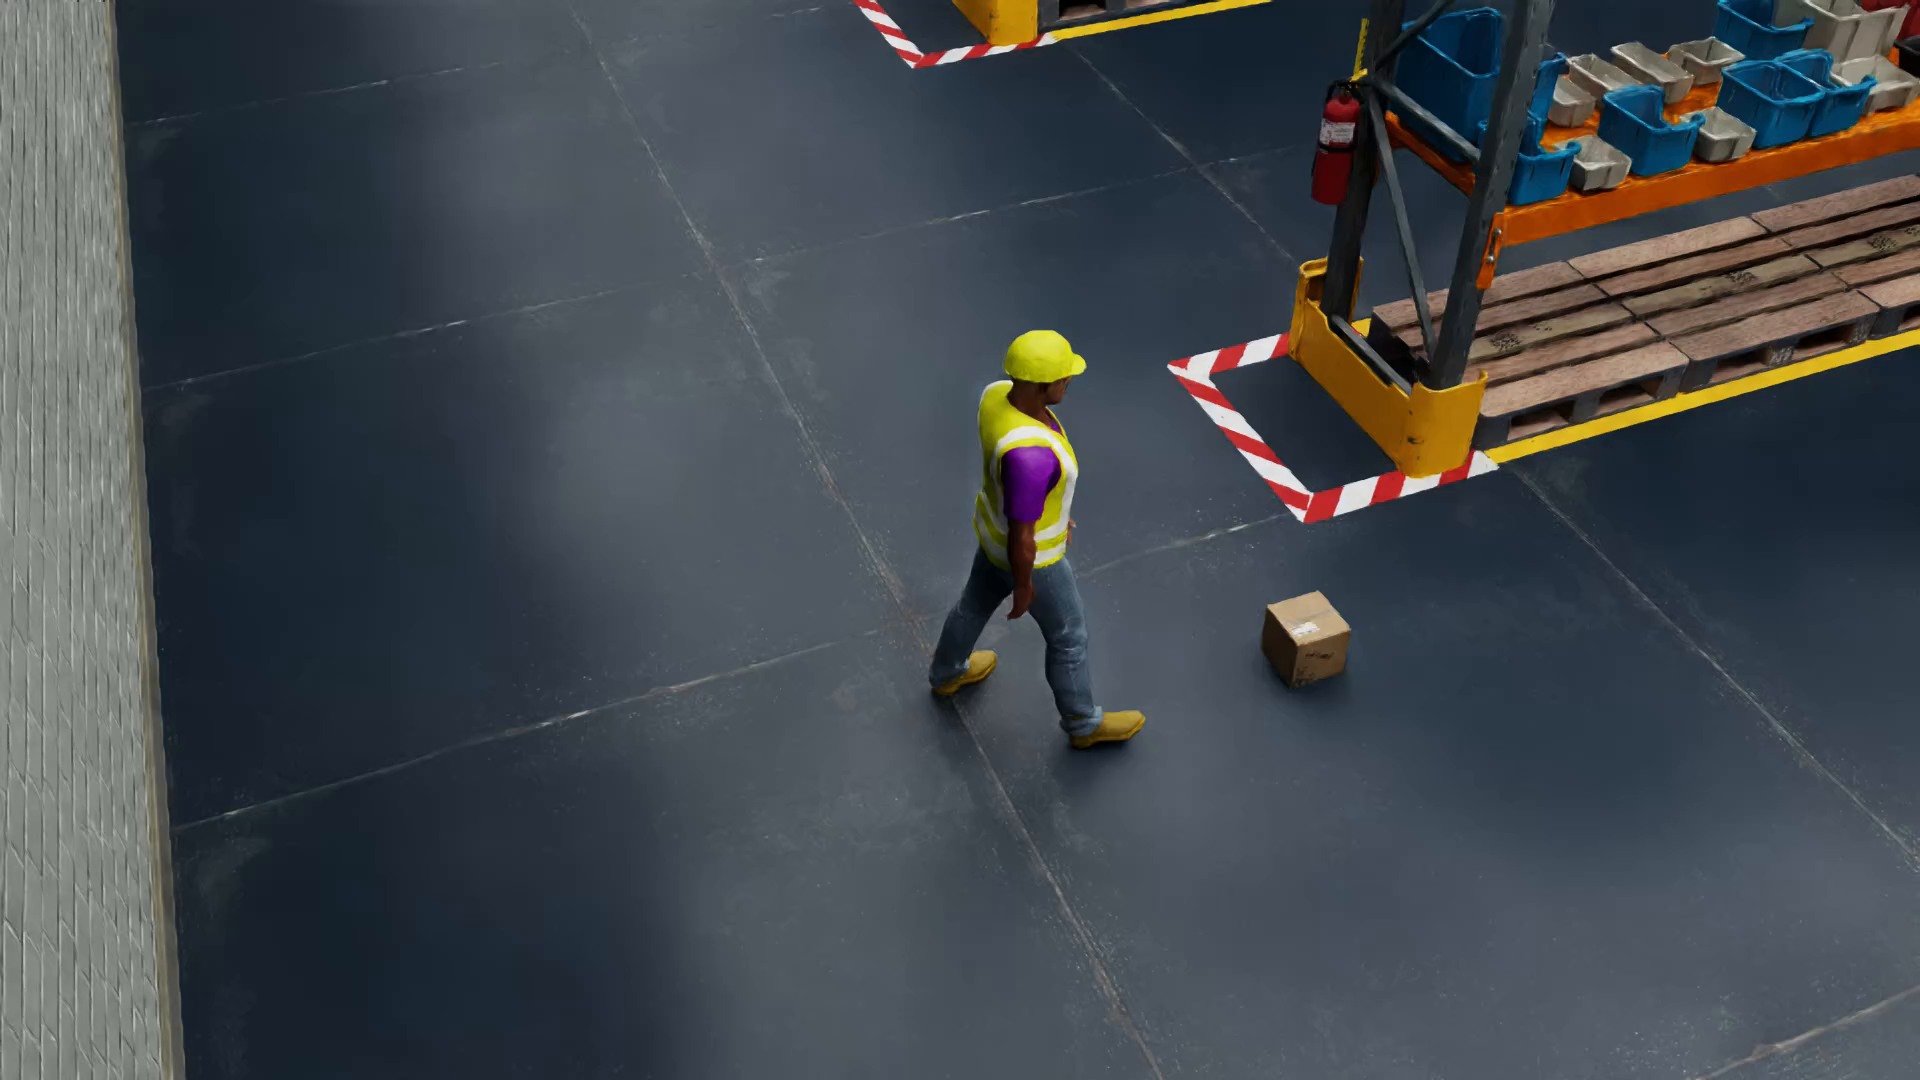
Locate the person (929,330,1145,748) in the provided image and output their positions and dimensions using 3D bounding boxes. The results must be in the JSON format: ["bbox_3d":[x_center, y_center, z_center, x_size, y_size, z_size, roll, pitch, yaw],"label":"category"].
[{"bbox_3d":[0.287,0.003,6.139,0.771,1.740,0.663,-10,43,-11],"label":"person"}]
